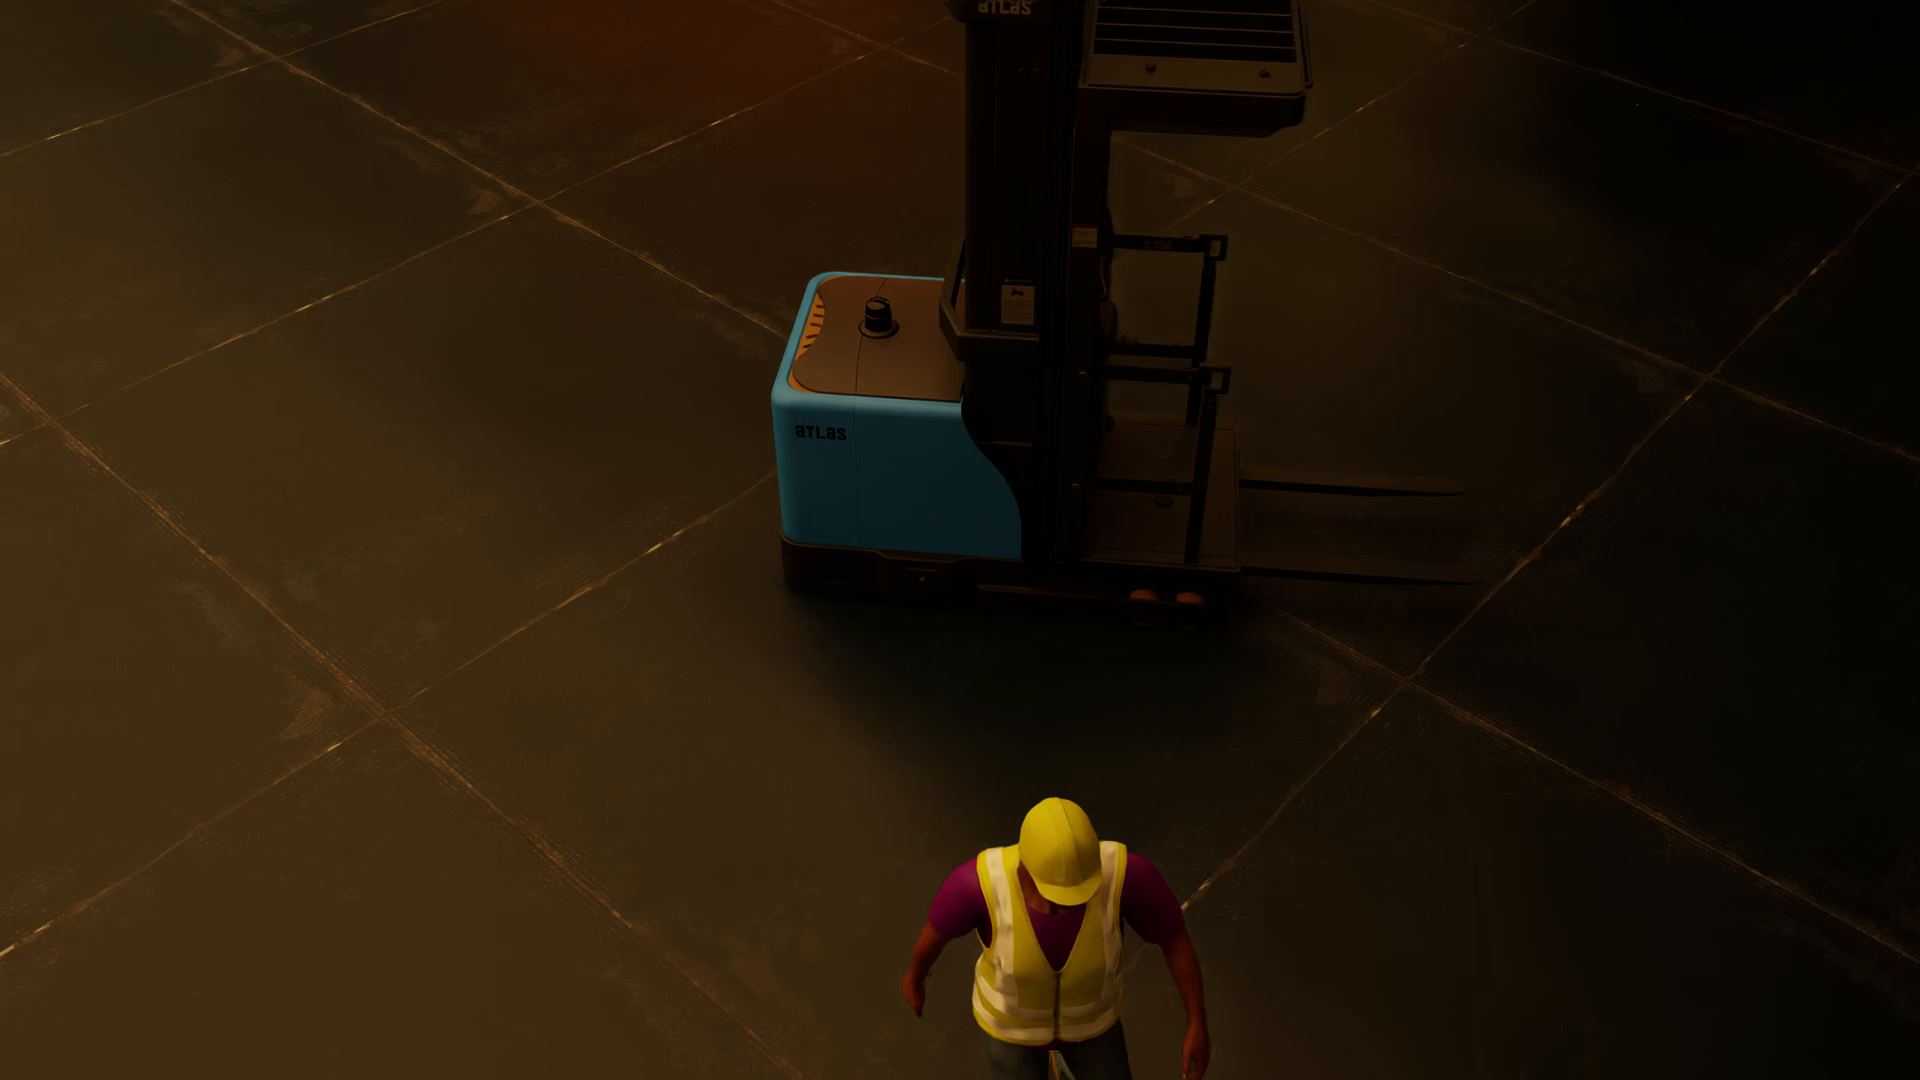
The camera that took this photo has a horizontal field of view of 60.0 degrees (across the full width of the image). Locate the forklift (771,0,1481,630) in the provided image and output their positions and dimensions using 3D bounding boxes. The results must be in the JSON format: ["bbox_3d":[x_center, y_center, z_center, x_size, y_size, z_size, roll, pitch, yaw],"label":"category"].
[{"bbox_3d":[0.766,-1.091,6.699,3.031,2.935,1.130,4,41,5],"label":"forklift"}]

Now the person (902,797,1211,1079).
[{"bbox_3d":[0.261,1.336,4.780,0.829,1.747,0.593,-5,41,-6],"label":"person"}]
